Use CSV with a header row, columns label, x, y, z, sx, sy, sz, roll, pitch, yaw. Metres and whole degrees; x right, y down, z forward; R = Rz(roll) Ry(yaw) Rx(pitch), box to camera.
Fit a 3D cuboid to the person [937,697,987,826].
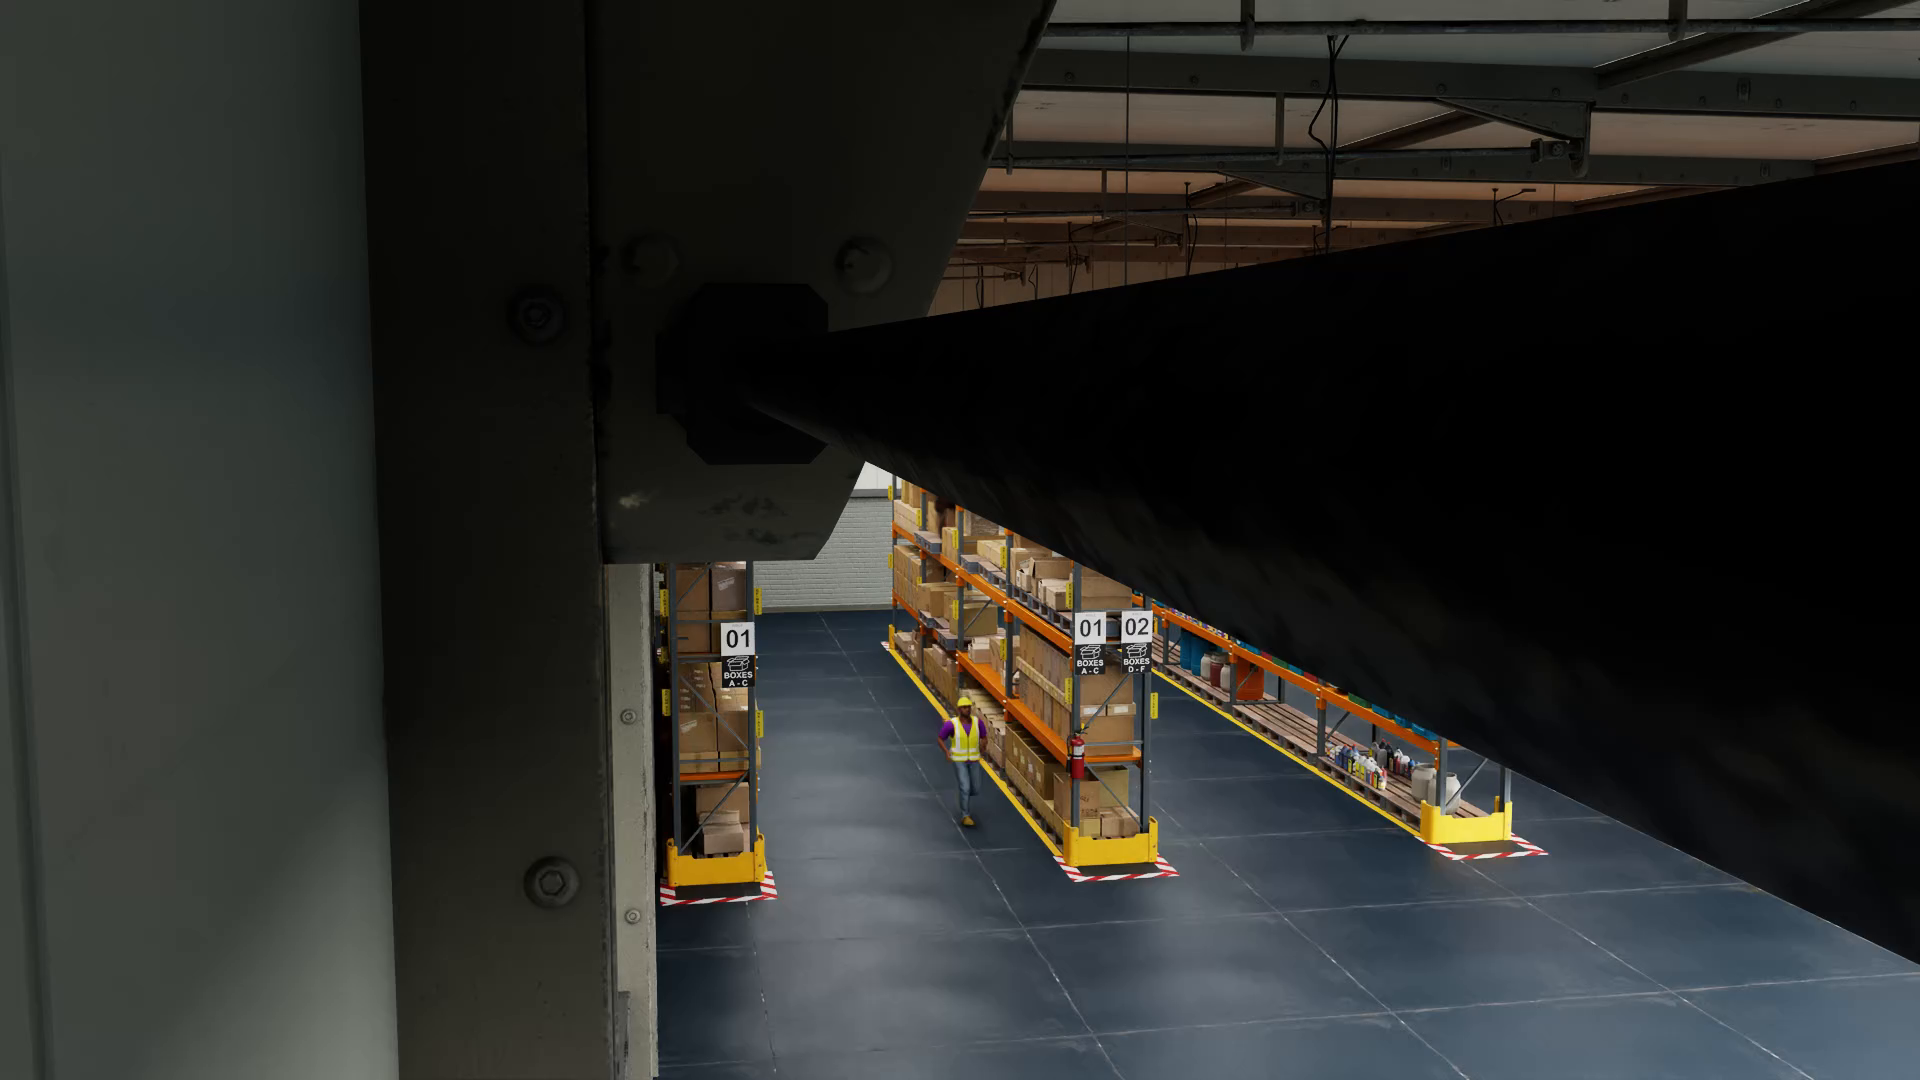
label,x,y,z,sx,sy,sz,roll,pitch,yaw
person,0.055,3.010,22.824,0.707,1.726,0.754,-2,6,-18
